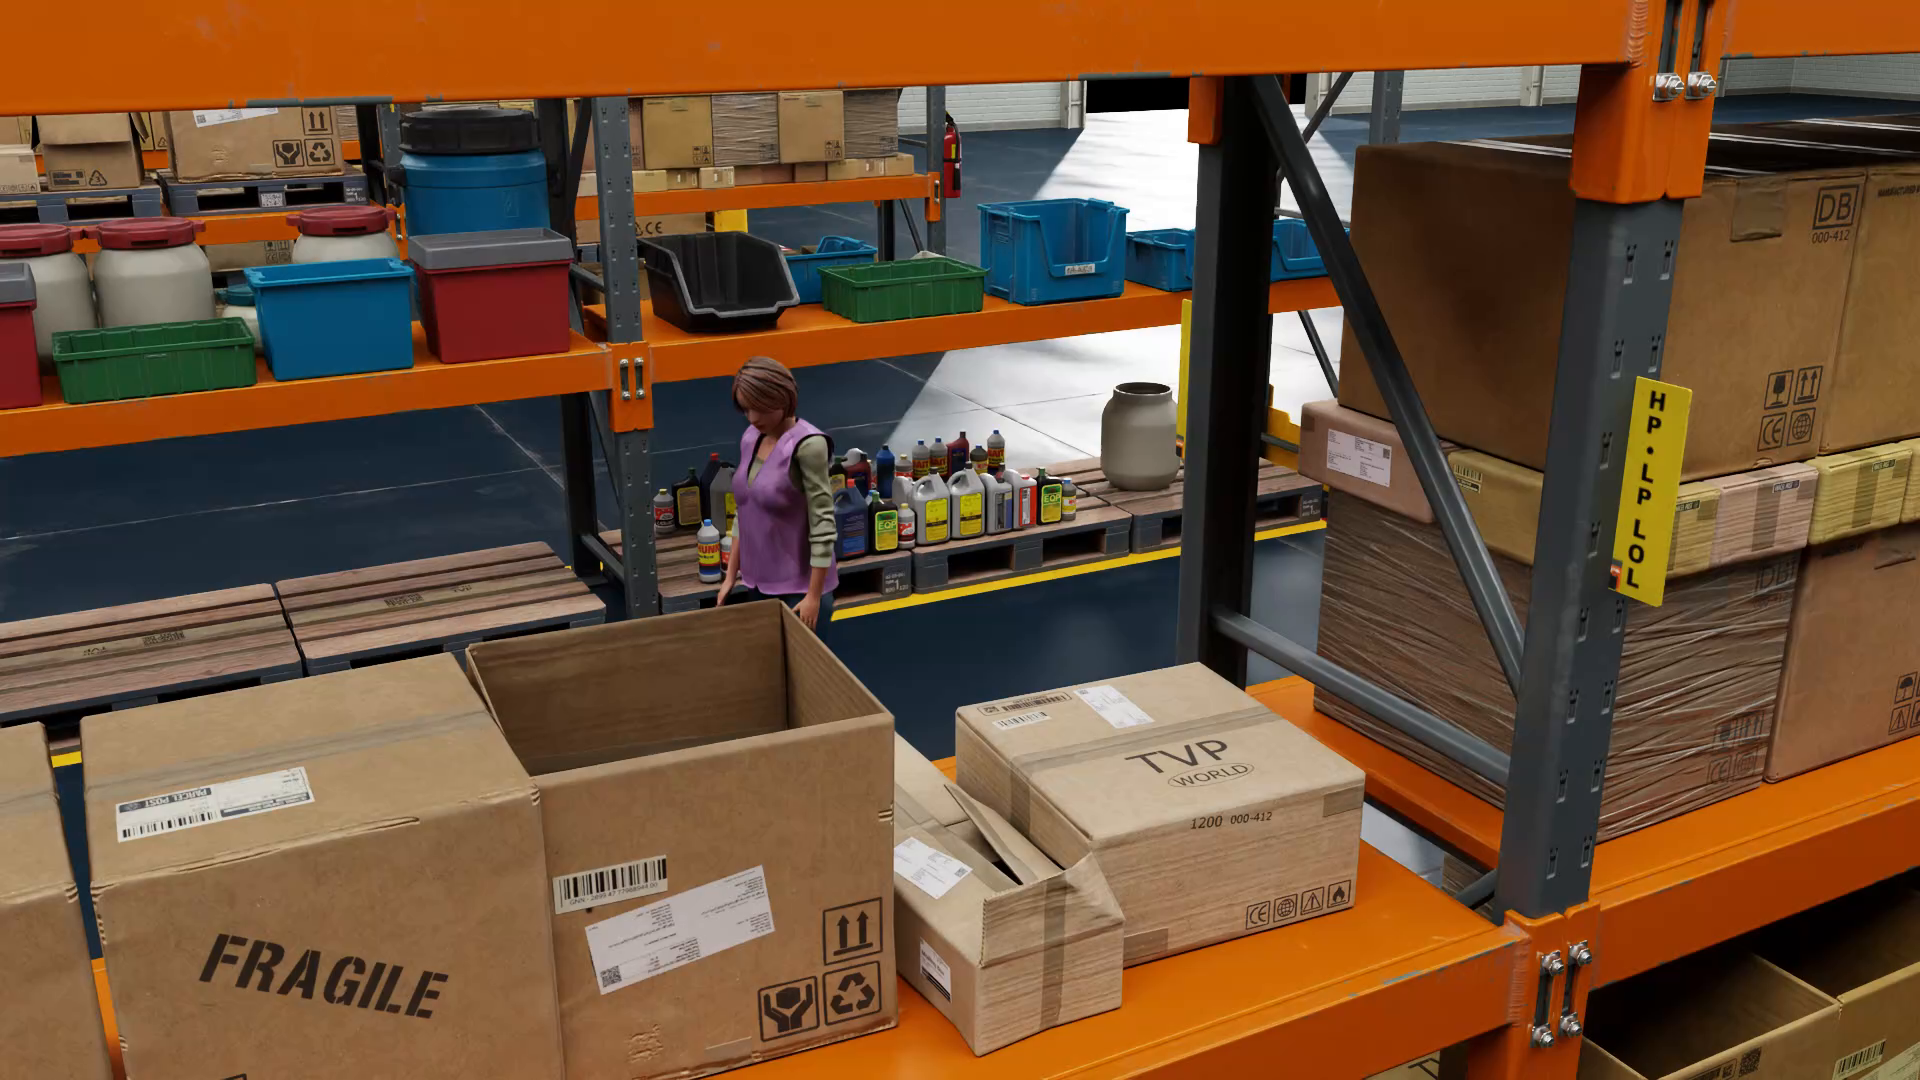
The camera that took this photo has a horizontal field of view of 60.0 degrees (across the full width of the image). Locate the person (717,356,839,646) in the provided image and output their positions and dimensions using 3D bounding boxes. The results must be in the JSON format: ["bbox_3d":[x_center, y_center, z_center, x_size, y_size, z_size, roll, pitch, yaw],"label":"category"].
[{"bbox_3d":[-0.558,0.215,5.452,0.435,1.564,0.608,-15,24,-38],"label":"person"}]
